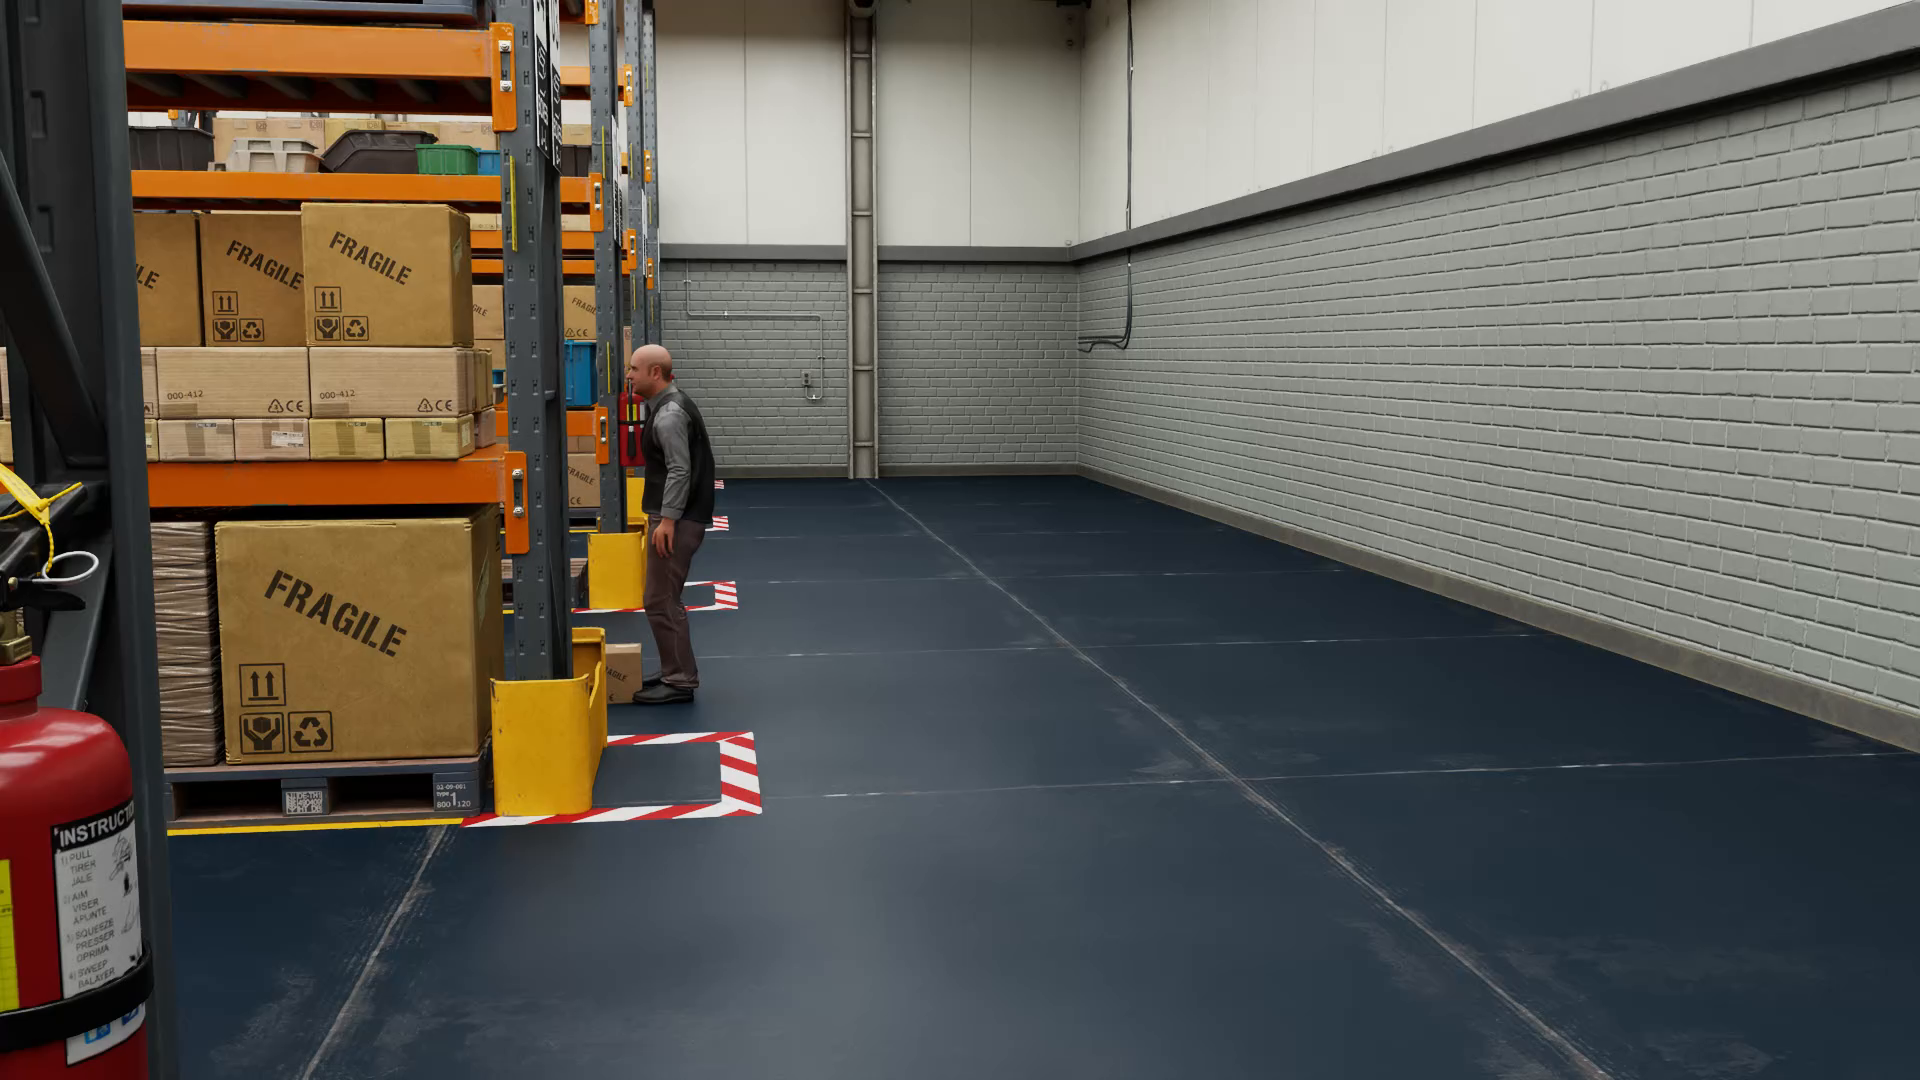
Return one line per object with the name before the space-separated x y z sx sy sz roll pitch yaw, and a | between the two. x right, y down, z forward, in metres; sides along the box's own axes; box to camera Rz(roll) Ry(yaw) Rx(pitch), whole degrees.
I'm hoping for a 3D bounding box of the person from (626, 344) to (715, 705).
person | -1.398 -0.084 8.069 0.421 1.720 0.592 -1 7 -12
